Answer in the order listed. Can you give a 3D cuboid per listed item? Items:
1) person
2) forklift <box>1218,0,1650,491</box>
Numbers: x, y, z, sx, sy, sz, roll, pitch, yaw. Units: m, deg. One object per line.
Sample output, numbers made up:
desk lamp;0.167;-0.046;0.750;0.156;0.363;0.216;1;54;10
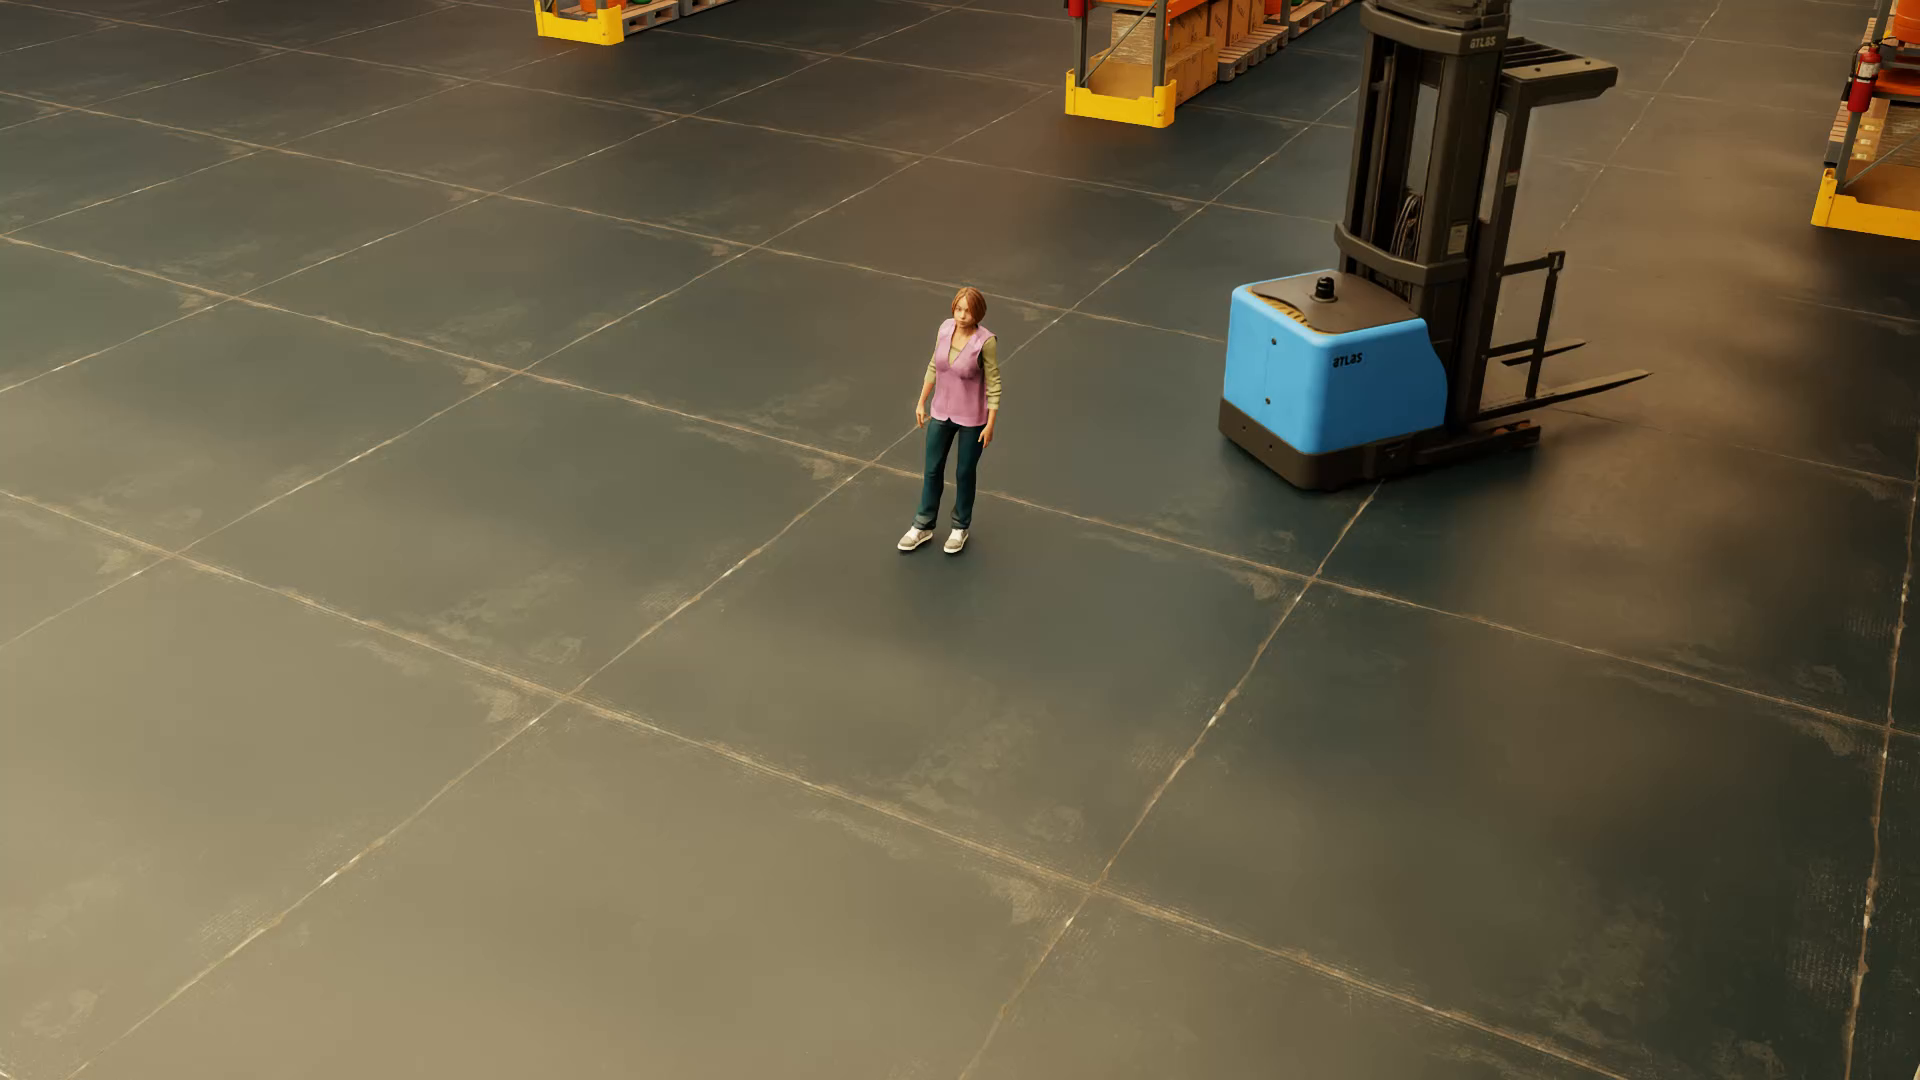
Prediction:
person;-0.048;-0.669;9.550;0.520;1.597;0.476;15;33;25
forklift;3.290;-2.065;10.649;3.031;2.935;1.130;-13;33;-22
